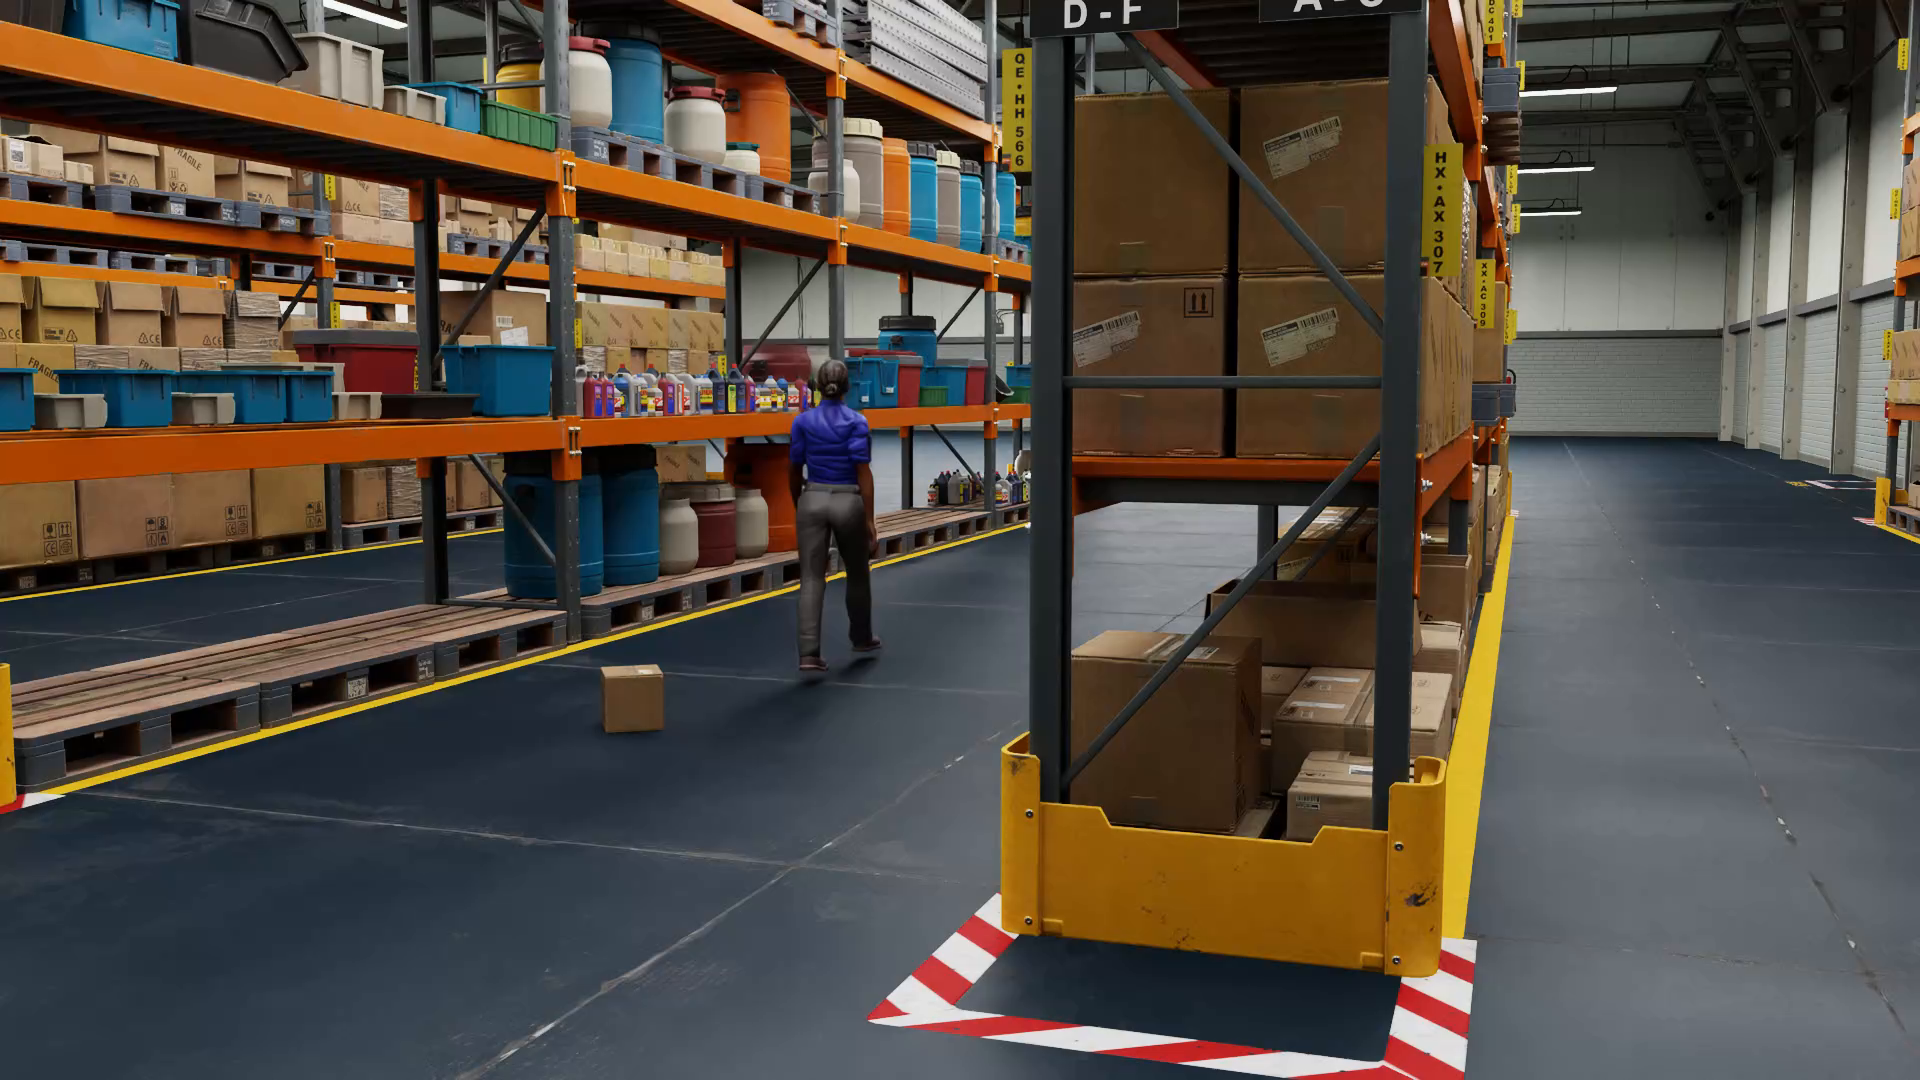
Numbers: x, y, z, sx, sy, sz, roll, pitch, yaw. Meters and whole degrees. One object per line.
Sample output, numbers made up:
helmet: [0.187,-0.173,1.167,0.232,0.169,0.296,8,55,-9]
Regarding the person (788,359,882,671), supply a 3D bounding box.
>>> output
person: [-0.661,-0.149,8.748,0.483,1.590,1.004,0,5,2]
